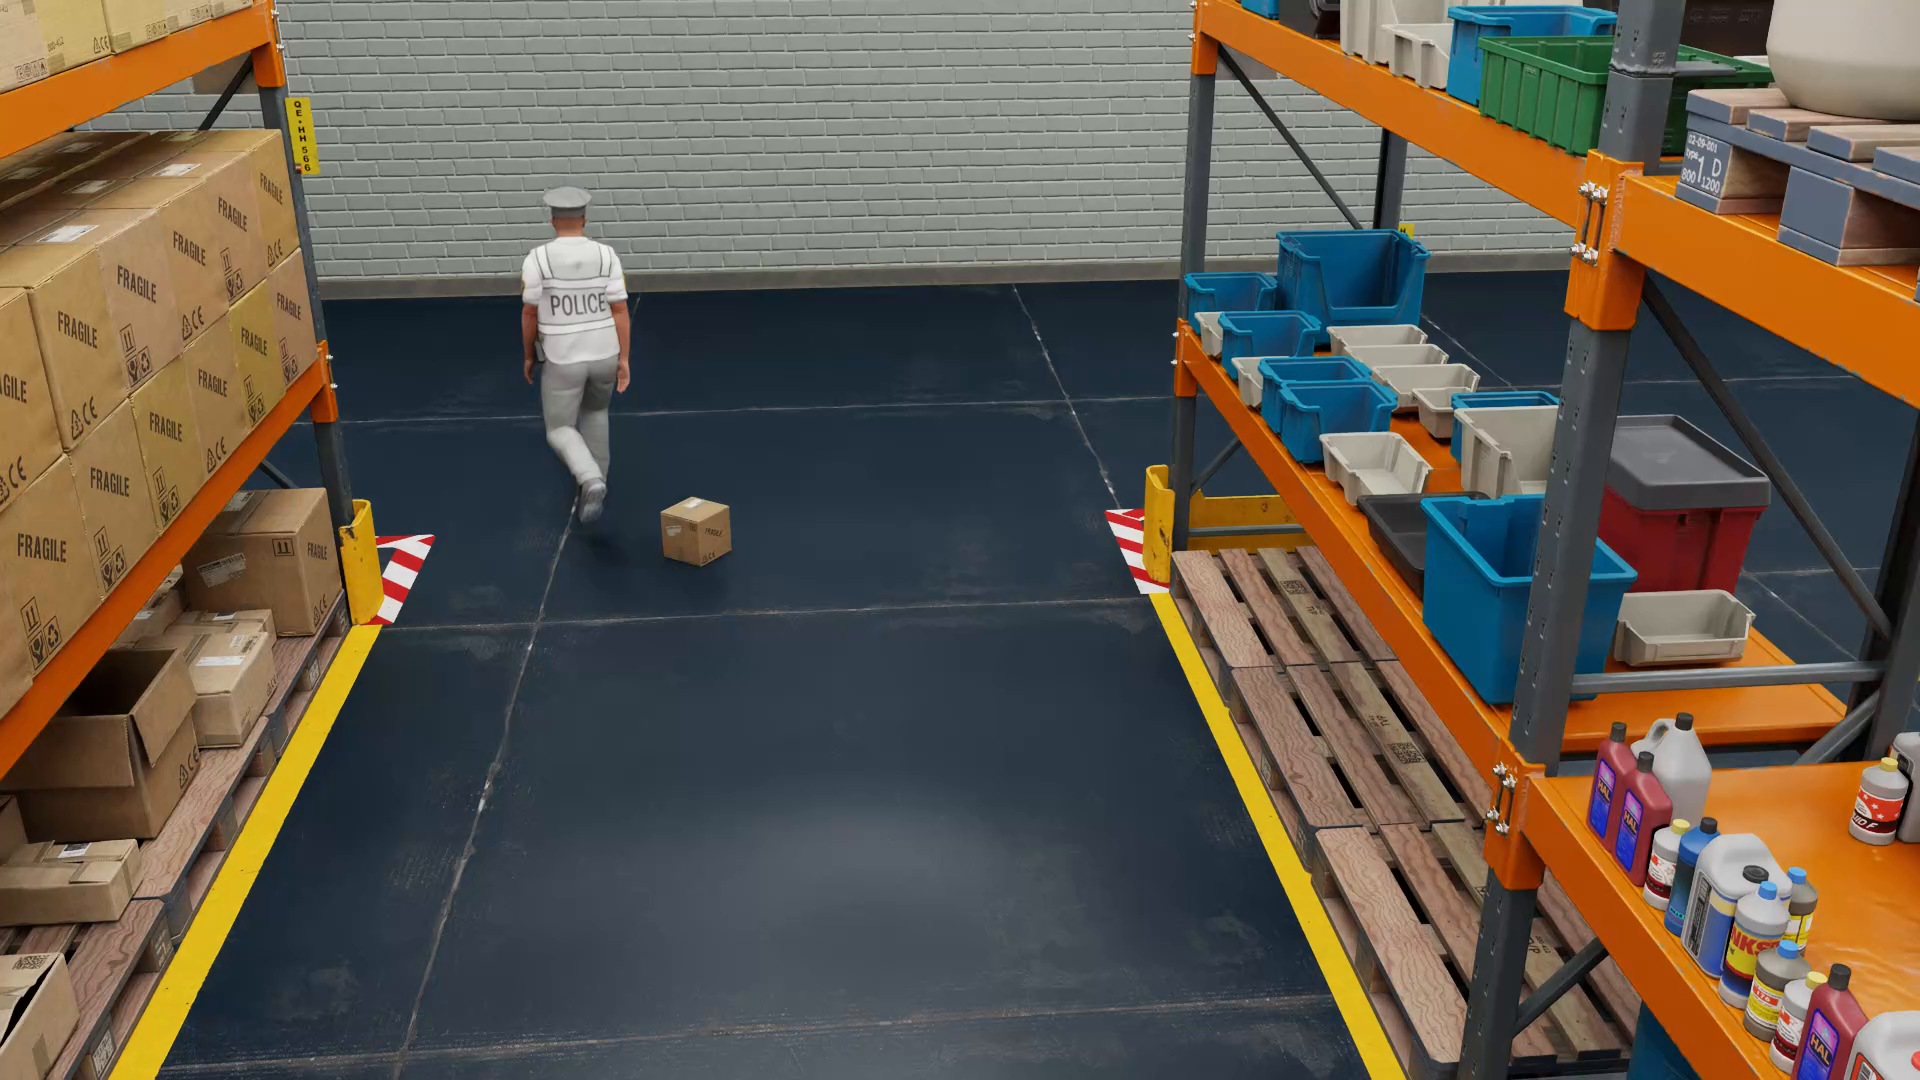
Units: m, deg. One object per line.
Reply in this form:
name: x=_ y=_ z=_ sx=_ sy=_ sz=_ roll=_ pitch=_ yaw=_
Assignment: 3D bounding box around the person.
person: x=-2.000 y=-0.970 z=8.775 sx=0.536 sy=1.713 sz=0.906 roll=-13 pitch=27 yaw=-27
